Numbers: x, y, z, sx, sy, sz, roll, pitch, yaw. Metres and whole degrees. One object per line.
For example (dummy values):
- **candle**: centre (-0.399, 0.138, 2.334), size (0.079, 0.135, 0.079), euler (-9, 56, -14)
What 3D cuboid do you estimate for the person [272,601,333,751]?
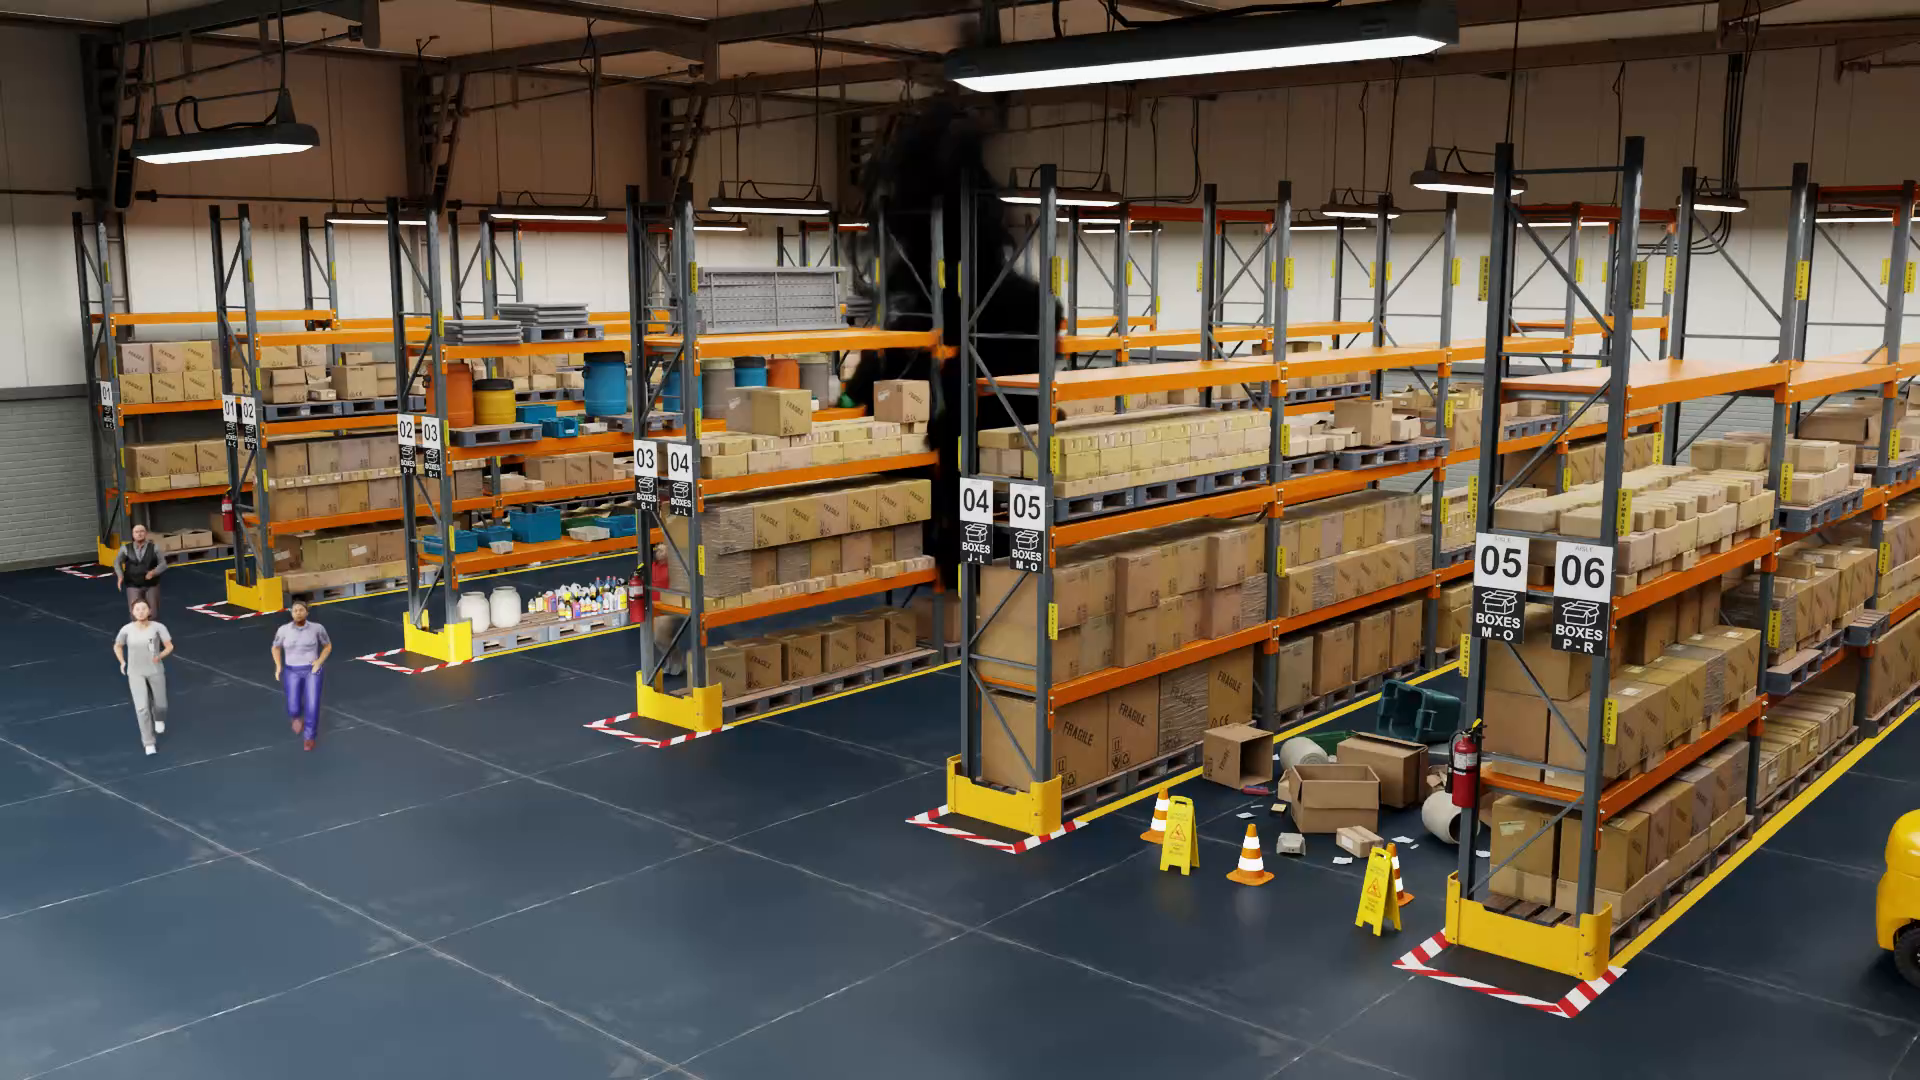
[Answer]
- **person**: centre (-7.056, 1.443, 17.874), size (0.615, 1.607, 0.550), euler (-3, 10, -17)

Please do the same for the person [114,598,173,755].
- **person**: centre (-8.711, 1.424, 17.783), size (0.575, 1.635, 0.802), euler (-4, 10, -25)

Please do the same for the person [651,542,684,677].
- **person**: centre (-3.735, 0.881, 20.829), size (0.640, 1.705, 0.645), euler (5, 11, 29)

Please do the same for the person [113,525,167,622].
- **person**: centre (-10.976, 0.640, 22.322), size (0.650, 1.680, 0.589), euler (-5, 11, -27)
